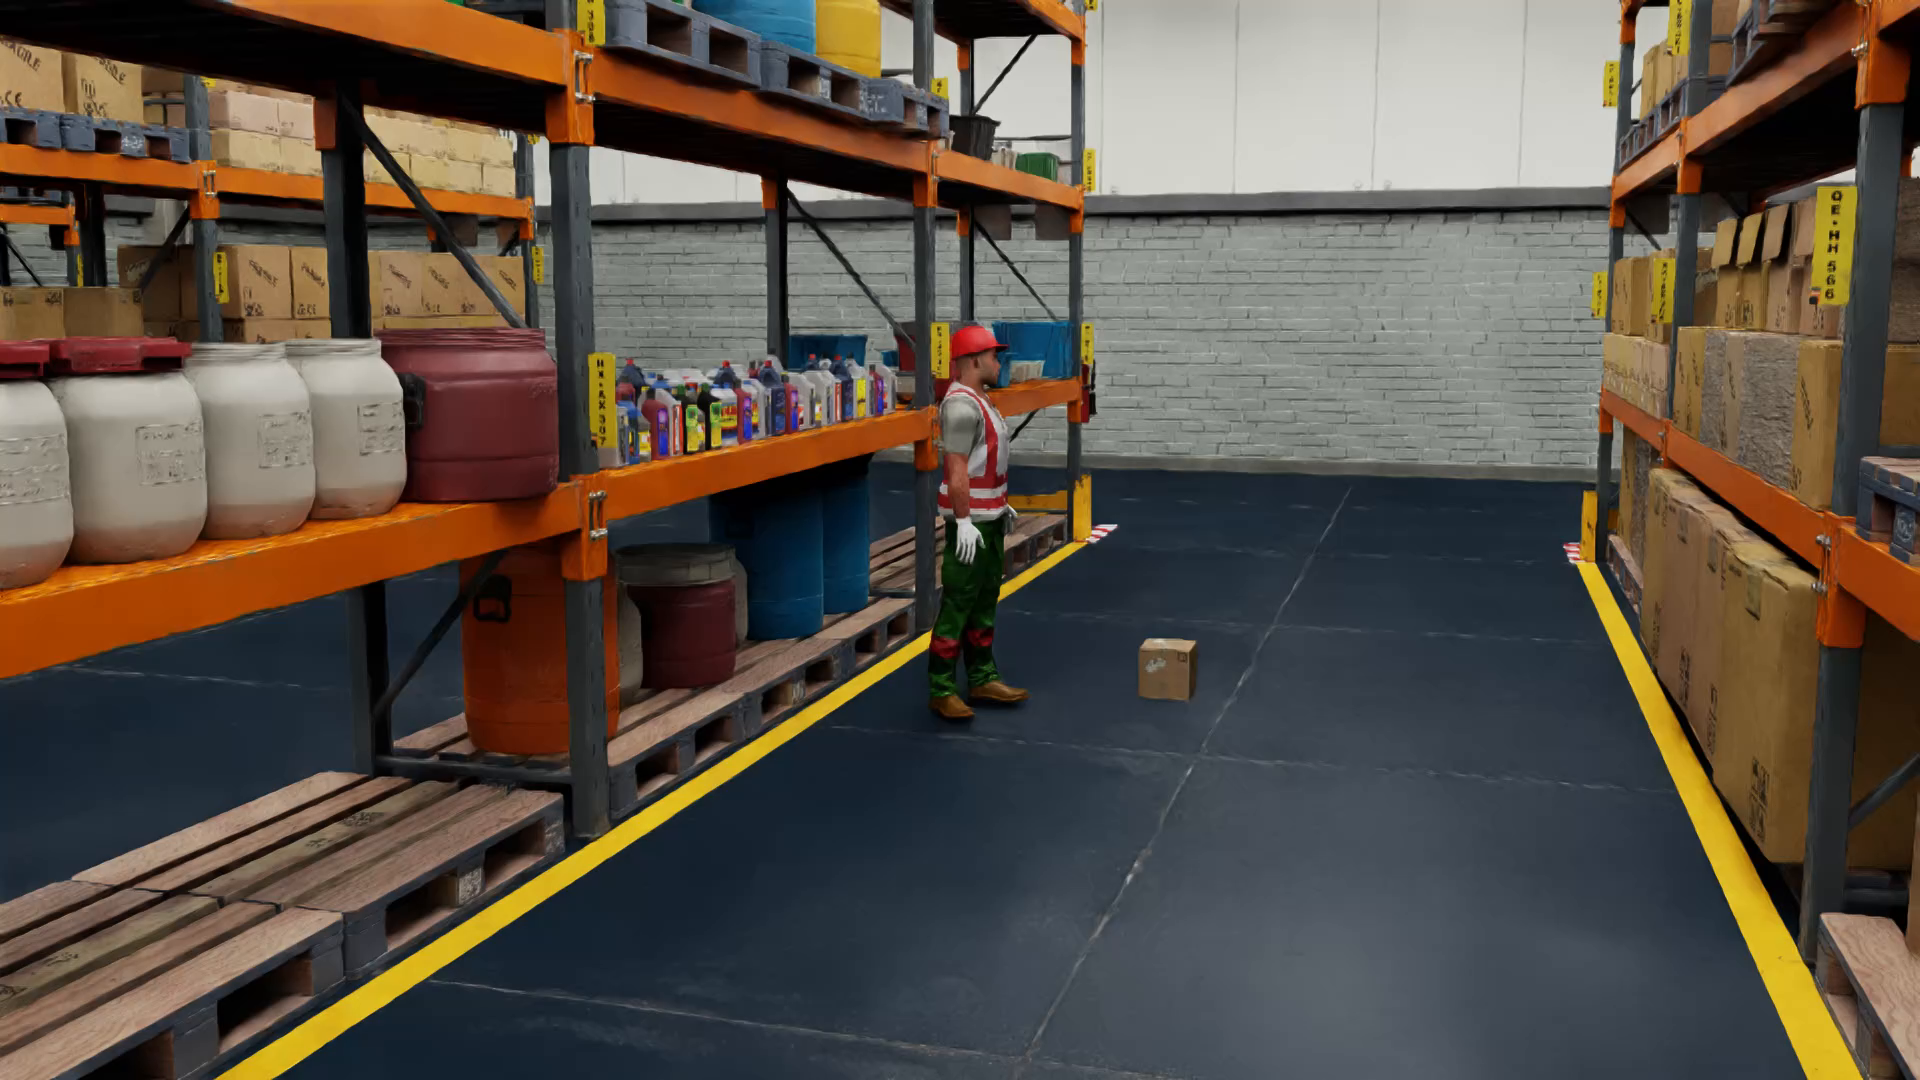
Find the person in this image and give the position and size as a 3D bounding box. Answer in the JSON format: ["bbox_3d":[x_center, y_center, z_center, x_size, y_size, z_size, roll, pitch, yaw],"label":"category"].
[{"bbox_3d":[0.095,-0.105,7.808,0.445,1.792,0.664,2,8,13],"label":"person"}]
